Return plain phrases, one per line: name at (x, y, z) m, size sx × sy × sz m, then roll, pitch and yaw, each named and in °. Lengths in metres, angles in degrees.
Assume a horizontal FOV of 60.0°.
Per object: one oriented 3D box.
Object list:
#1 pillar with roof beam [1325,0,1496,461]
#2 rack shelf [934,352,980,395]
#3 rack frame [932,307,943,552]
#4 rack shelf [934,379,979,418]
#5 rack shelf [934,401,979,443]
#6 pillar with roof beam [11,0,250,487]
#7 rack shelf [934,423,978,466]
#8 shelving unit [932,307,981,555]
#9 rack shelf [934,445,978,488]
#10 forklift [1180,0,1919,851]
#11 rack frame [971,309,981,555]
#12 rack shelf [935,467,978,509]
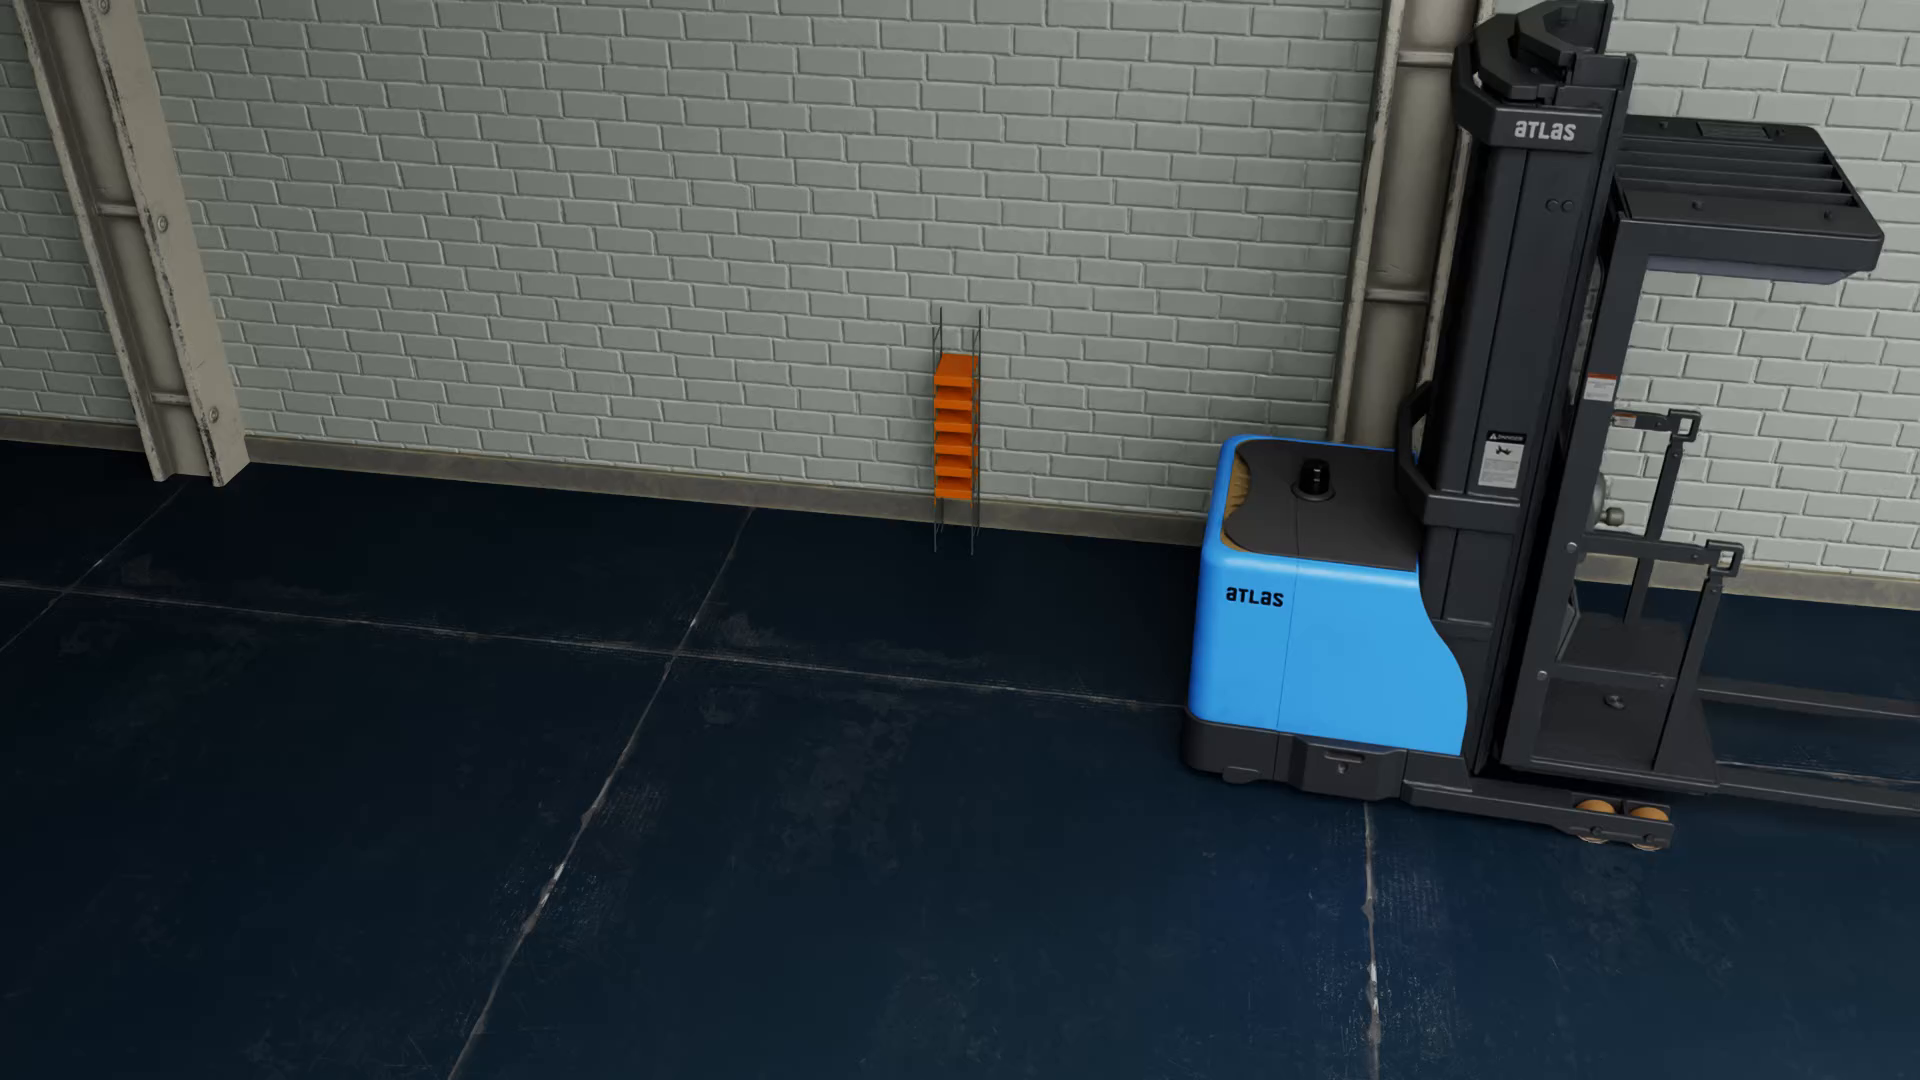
pillar with roof beam at (1.164, -1.403, 2.010) m, size 0.400 × 9.000 × 9.100 m, roll 5°, pitch 32°, yaw 8°
rack shelf at (-0.014, -0.772, 7.758) m, size 0.180 × 0.103 × 0.258 m, roll 5°, pitch 32°, yaw 7°
rack frame at (-0.104, -0.512, 7.937) m, size 0.006 × 1.200 × 0.240 m, roll 5°, pitch 32°, yaw 7°
rack shelf at (-0.014, -0.671, 7.822) m, size 0.180 × 0.103 × 0.258 m, roll 5°, pitch 32°, yaw 7°
rack shelf at (-0.014, -0.569, 7.886) m, size 0.180 × 0.103 × 0.258 m, roll 5°, pitch 32°, yaw 7°
pillar with roof beam at (-4.750, -1.939, 2.866) m, size 0.400 × 9.000 × 9.100 m, roll 5°, pitch 32°, yaw 8°
rack shelf at (-0.014, -0.467, 7.949) m, size 0.180 × 0.103 × 0.258 m, roll 5°, pitch 32°, yaw 7°
shelving unit at (-0.014, -0.505, 7.926) m, size 0.189 × 1.200 × 0.258 m, roll 5°, pitch 32°, yaw 7°
rack shelf at (-0.014, -0.365, 8.013) m, size 0.180 × 0.103 × 0.258 m, roll 5°, pitch 32°, yaw 7°
forklift at (2.462, -0.366, 6.072) m, size 3.031 × 2.935 × 1.130 m, roll 7°, pitch 33°, yaw 11°
rack frame at (0.077, -0.498, 7.914) m, size 0.006 × 1.200 × 0.240 m, roll 5°, pitch 32°, yaw 7°
rack shelf at (-0.014, -0.264, 8.077) m, size 0.180 × 0.103 × 0.258 m, roll 5°, pitch 32°, yaw 7°
